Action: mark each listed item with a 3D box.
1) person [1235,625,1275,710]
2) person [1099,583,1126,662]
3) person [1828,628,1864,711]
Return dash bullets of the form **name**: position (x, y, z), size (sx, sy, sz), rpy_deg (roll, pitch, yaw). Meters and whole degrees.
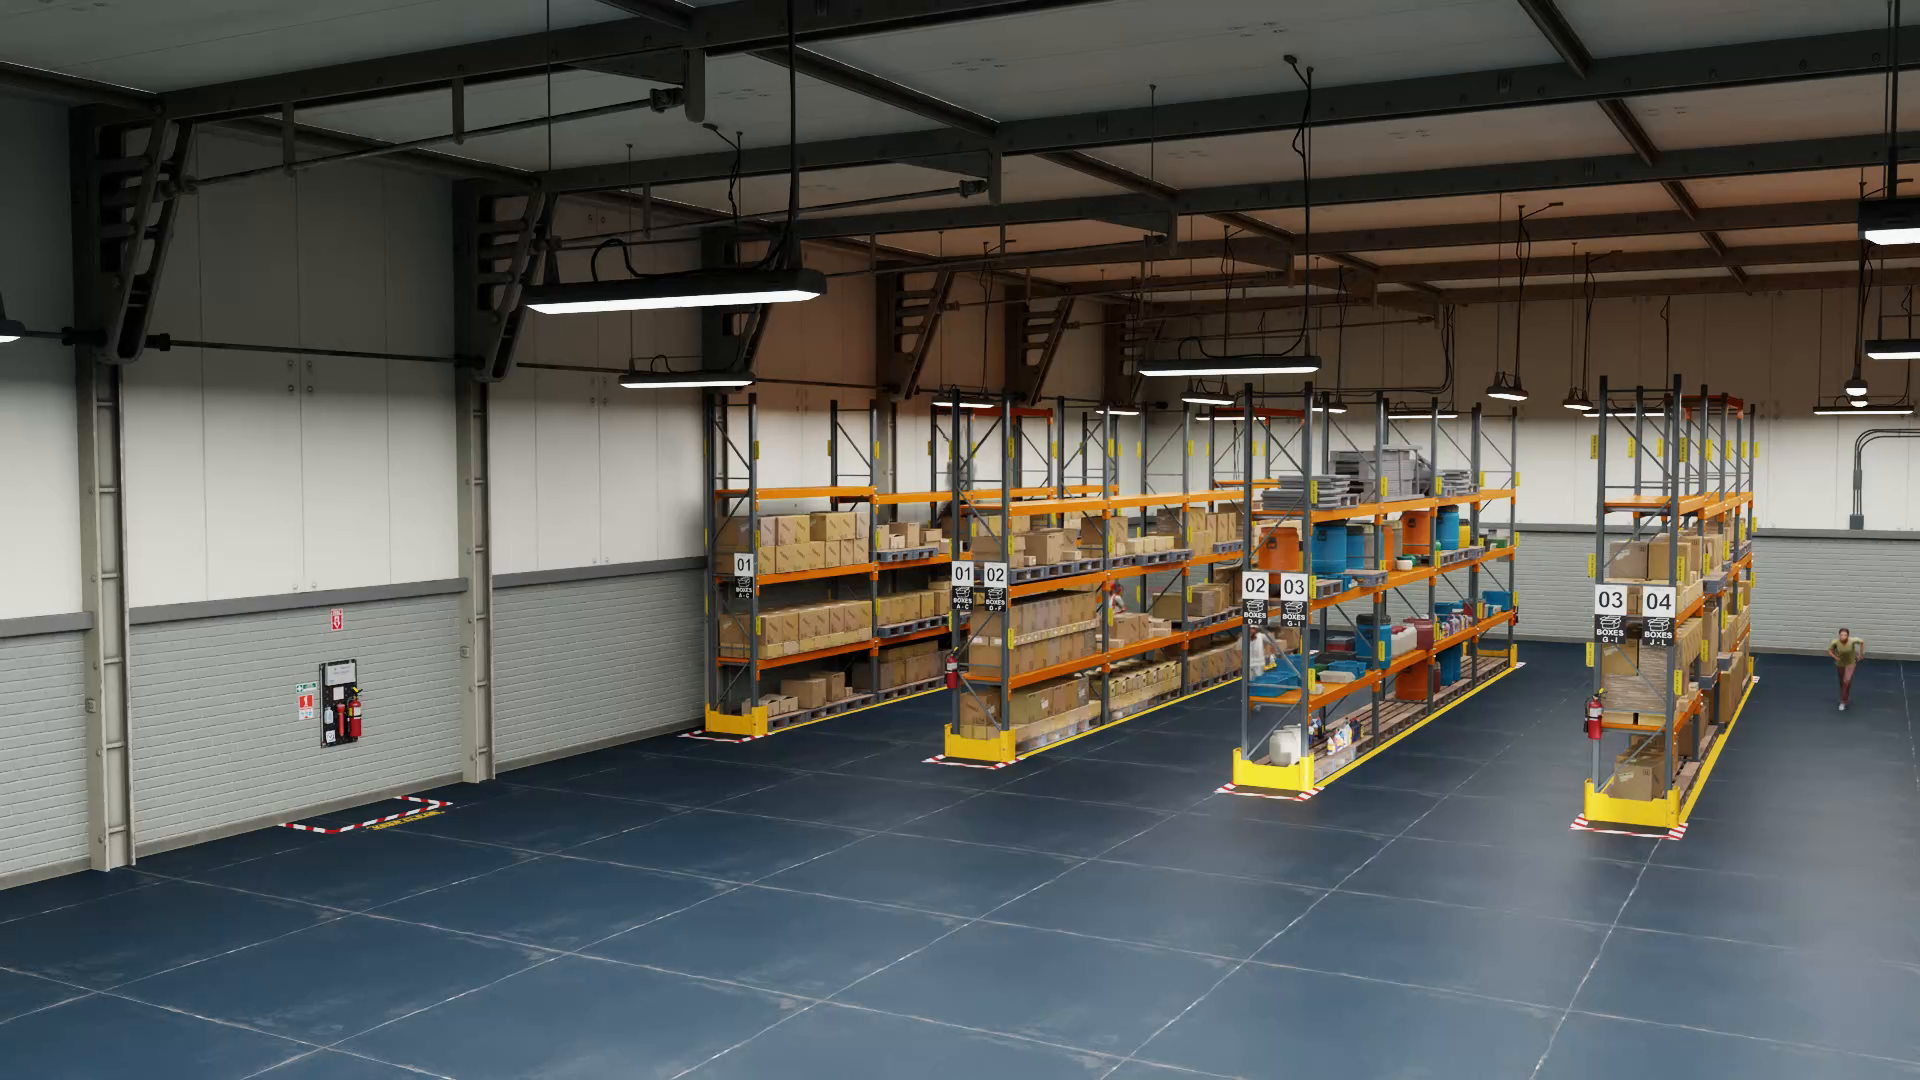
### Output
- **person**: position (5.601, 2.404, 31.649), size (0.726, 1.724, 0.763), rpy_deg (1, 3, 15)
- **person**: position (3.383, 1.836, 37.100), size (0.647, 1.778, 0.734), rpy_deg (2, 4, 34)
- **person**: position (17.216, 2.485, 32.336), size (0.598, 1.626, 0.961), rpy_deg (2, 4, 32)
